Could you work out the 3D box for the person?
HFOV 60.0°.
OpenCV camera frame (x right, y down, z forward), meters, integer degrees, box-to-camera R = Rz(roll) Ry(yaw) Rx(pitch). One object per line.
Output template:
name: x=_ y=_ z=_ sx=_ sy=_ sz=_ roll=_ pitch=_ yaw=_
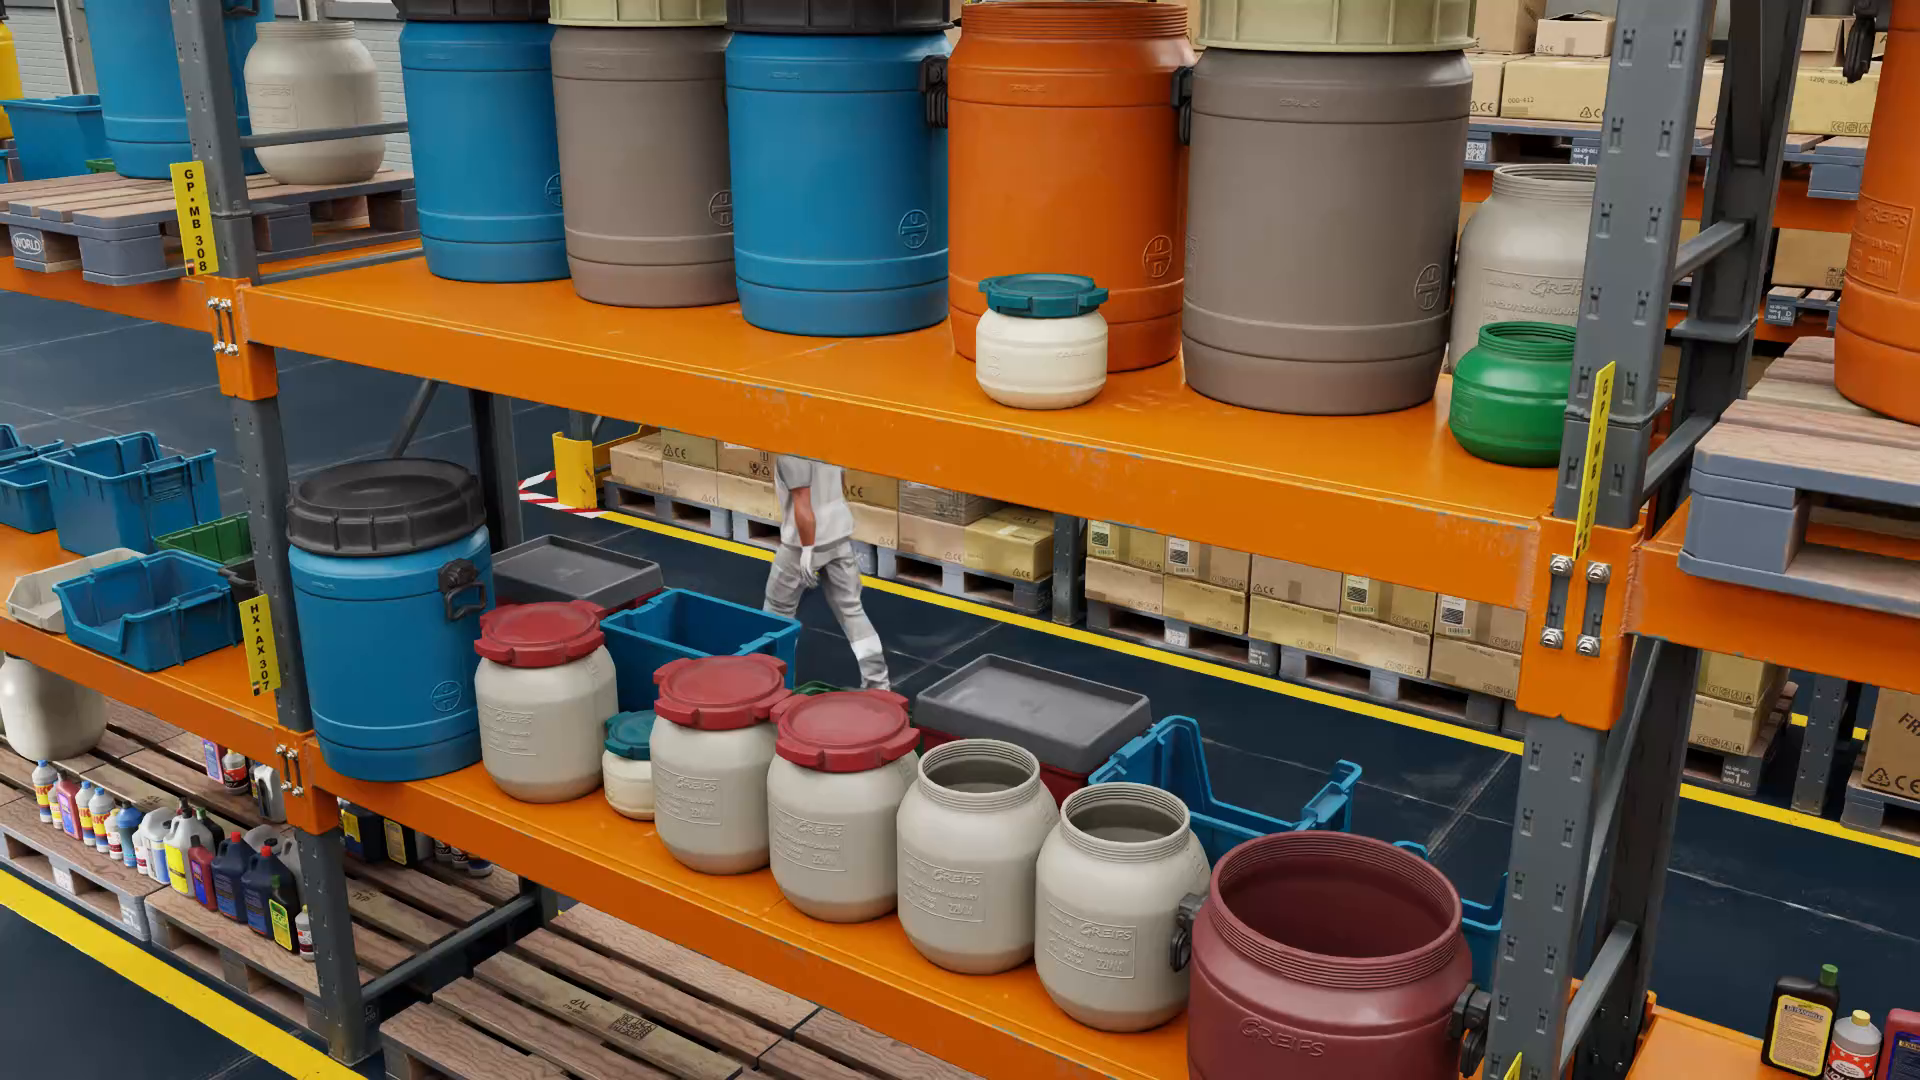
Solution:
person: x=-0.785 y=-0.021 z=8.551 sx=0.970 sy=1.727 sz=0.581 roll=14 pitch=24 yaw=34
